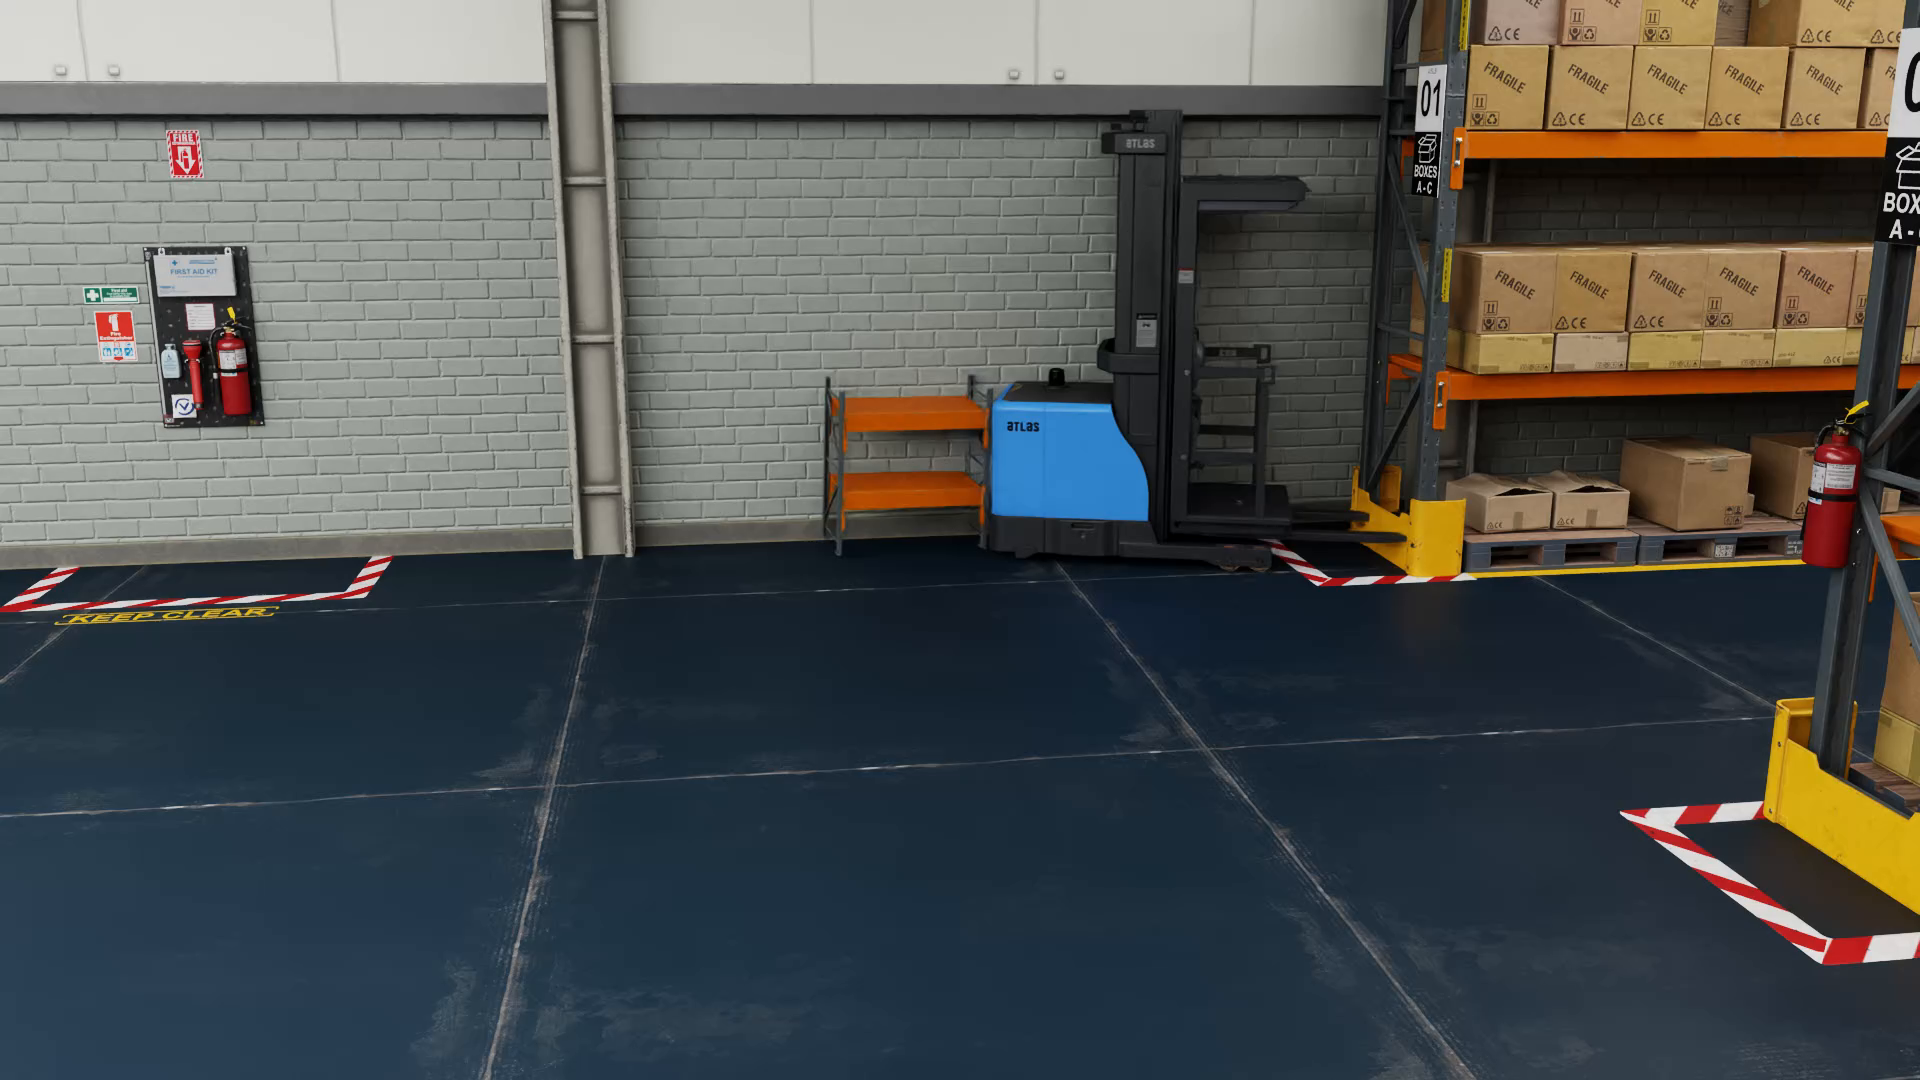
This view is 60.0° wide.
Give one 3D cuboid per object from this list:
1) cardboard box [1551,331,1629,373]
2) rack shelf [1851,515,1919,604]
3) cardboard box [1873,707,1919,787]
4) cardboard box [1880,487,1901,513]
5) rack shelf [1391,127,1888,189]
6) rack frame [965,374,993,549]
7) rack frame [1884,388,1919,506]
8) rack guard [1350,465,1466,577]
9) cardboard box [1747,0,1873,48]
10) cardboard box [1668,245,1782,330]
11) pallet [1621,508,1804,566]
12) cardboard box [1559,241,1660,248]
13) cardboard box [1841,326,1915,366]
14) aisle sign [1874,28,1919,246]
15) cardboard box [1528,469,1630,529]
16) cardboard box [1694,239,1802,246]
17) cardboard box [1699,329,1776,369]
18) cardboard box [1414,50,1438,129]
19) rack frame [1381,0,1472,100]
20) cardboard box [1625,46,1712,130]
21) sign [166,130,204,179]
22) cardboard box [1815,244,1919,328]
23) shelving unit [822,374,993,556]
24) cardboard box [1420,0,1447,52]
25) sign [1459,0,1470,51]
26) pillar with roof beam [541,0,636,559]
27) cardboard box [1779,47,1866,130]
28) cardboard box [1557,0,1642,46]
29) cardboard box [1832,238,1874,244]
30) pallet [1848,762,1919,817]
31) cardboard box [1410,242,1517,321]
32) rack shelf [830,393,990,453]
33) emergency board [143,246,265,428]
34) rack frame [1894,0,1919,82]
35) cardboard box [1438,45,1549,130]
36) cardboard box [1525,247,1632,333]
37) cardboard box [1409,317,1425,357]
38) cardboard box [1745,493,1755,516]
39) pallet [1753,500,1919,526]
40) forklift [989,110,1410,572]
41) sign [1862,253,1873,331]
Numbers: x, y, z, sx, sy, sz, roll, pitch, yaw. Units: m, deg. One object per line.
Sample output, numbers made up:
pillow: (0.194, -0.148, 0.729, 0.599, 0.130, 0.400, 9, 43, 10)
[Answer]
cardboard box: (3.982, -1.256, 10.829, 0.500, 0.250, 0.500, -3, 14, -10)
rack shelf: (5.660, 0.113, 6.585, 4.000, 0.370, 1.077, -2, 14, -8)
cardboard box: (4.169, 0.876, 6.852, 0.500, 0.250, 0.500, -2, 14, -8)
cardboard box: (6.372, -0.313, 11.722, 0.250, 0.166, 0.380, -4, 15, -16)
rack shelf: (4.919, -2.534, 10.970, 4.000, 0.370, 1.077, -2, 14, -8)
rack frame: (0.117, -0.547, 11.555, 0.032, 1.125, 0.500, -3, 18, -16)
rack frame: (6.896, -1.500, 11.537, 0.127, 3.000, 1.000, -2, 14, -8)
rack guard: (3.016, -0.145, 11.274, 0.348, 0.500, 1.175, -2, 14, -8)
cardboard box: (5.386, -3.371, 10.528, 0.500, 0.500, 0.500, -3, 14, -10)
cardboard box: (4.969, -1.655, 10.881, 0.500, 0.500, 0.500, -2, 14, -7)
pallet: (5.028, -0.070, 11.566, 1.213, 0.211, 1.003, -2, 14, -8)
cardboard box: (4.385, -1.760, 11.298, 0.500, 0.500, 0.500, -2, 14, -10)
cardboard box: (5.979, -1.331, 11.129, 0.500, 0.250, 0.500, -2, 14, -8)
aisle sign: (3.574, -1.493, 6.164, 0.004, 0.787, 0.394, -2, 14, -8)
cardboard box: (4.202, -0.288, 11.328, 0.500, 0.311, 0.500, -1, 14, -4)
cardboard box: (5.395, -1.799, 11.456, 0.500, 0.500, 0.500, -2, 14, -7)
cardboard box: (4.987, -1.290, 10.968, 0.500, 0.250, 0.500, -2, 14, -8)
cardboard box: (3.316, -2.944, 10.883, 0.500, 0.500, 0.500, -1, 14, -4)
rack frame: (2.941, -4.265, 10.229, 0.127, 3.000, 1.000, -2, 14, -8)
cardboard box: (4.358, -2.851, 10.510, 0.500, 0.500, 0.500, -1, 14, -6)
sign: (-4.901, -2.439, 10.515, 0.199, 0.298, 0.001, -2, 14, -8)
cardboard box: (5.982, -1.690, 11.019, 0.500, 0.500, 0.500, -2, 14, -9)
shelving unit: (-0.371, -0.526, 11.411, 1.048, 1.125, 0.538, -3, 18, -16)
cardboard box: (3.328, -3.432, 10.771, 0.500, 0.500, 0.500, -1, 14, -6)
sign: (3.022, -3.103, 9.967, 0.005, 0.325, 0.100, -2, 14, -8)
pillar with roof beam: (-1.787, -3.245, 6.164, 0.400, 9.000, 9.100, -2, 14, -8)
cardboard box: (5.390, -2.891, 10.670, 0.500, 0.500, 0.500, -3, 14, -11)
cardboard box: (3.862, -3.315, 10.304, 0.500, 0.500, 0.500, -2, 14, -9)
cardboard box: (6.400, -1.834, 11.594, 0.500, 0.500, 0.500, -2, 14, -10)
pallet: (4.433, 1.151, 6.698, 1.213, 0.211, 1.003, -2, 14, -8)
cardboard box: (3.375, -1.724, 11.155, 0.500, 0.500, 0.500, -2, 14, -9)
rack shelf: (-0.358, -0.806, 11.326, 1.000, 0.278, 0.538, -3, 18, -16)
emergency board: (-4.878, -1.291, 10.702, 0.643, 1.169, 0.194, -2, 14, -8)
rack frame: (3.683, -3.074, 5.478, 0.127, 3.000, 1.000, -2, 14, -8)
cardboard box: (3.309, -2.820, 10.388, 0.500, 0.500, 0.500, -2, 14, -7)
cardboard box: (3.948, -1.616, 10.726, 0.500, 0.500, 0.500, -2, 14, -8)
cardboard box: (3.374, -1.356, 11.228, 0.500, 0.250, 0.500, -2, 14, -7)
cardboard box: (5.312, -0.277, 11.618, 0.250, 0.149, 0.380, -3, 14, -13)
pallet: (6.237, -0.115, 11.745, 1.213, 0.211, 1.003, -2, 14, -8)
forklift: (1.761, -1.351, 11.082, 3.031, 2.935, 1.130, 2, 14, 8)
sign: (3.616, -0.971, 6.561, 0.005, 0.325, 0.100, -2, 14, -8)
